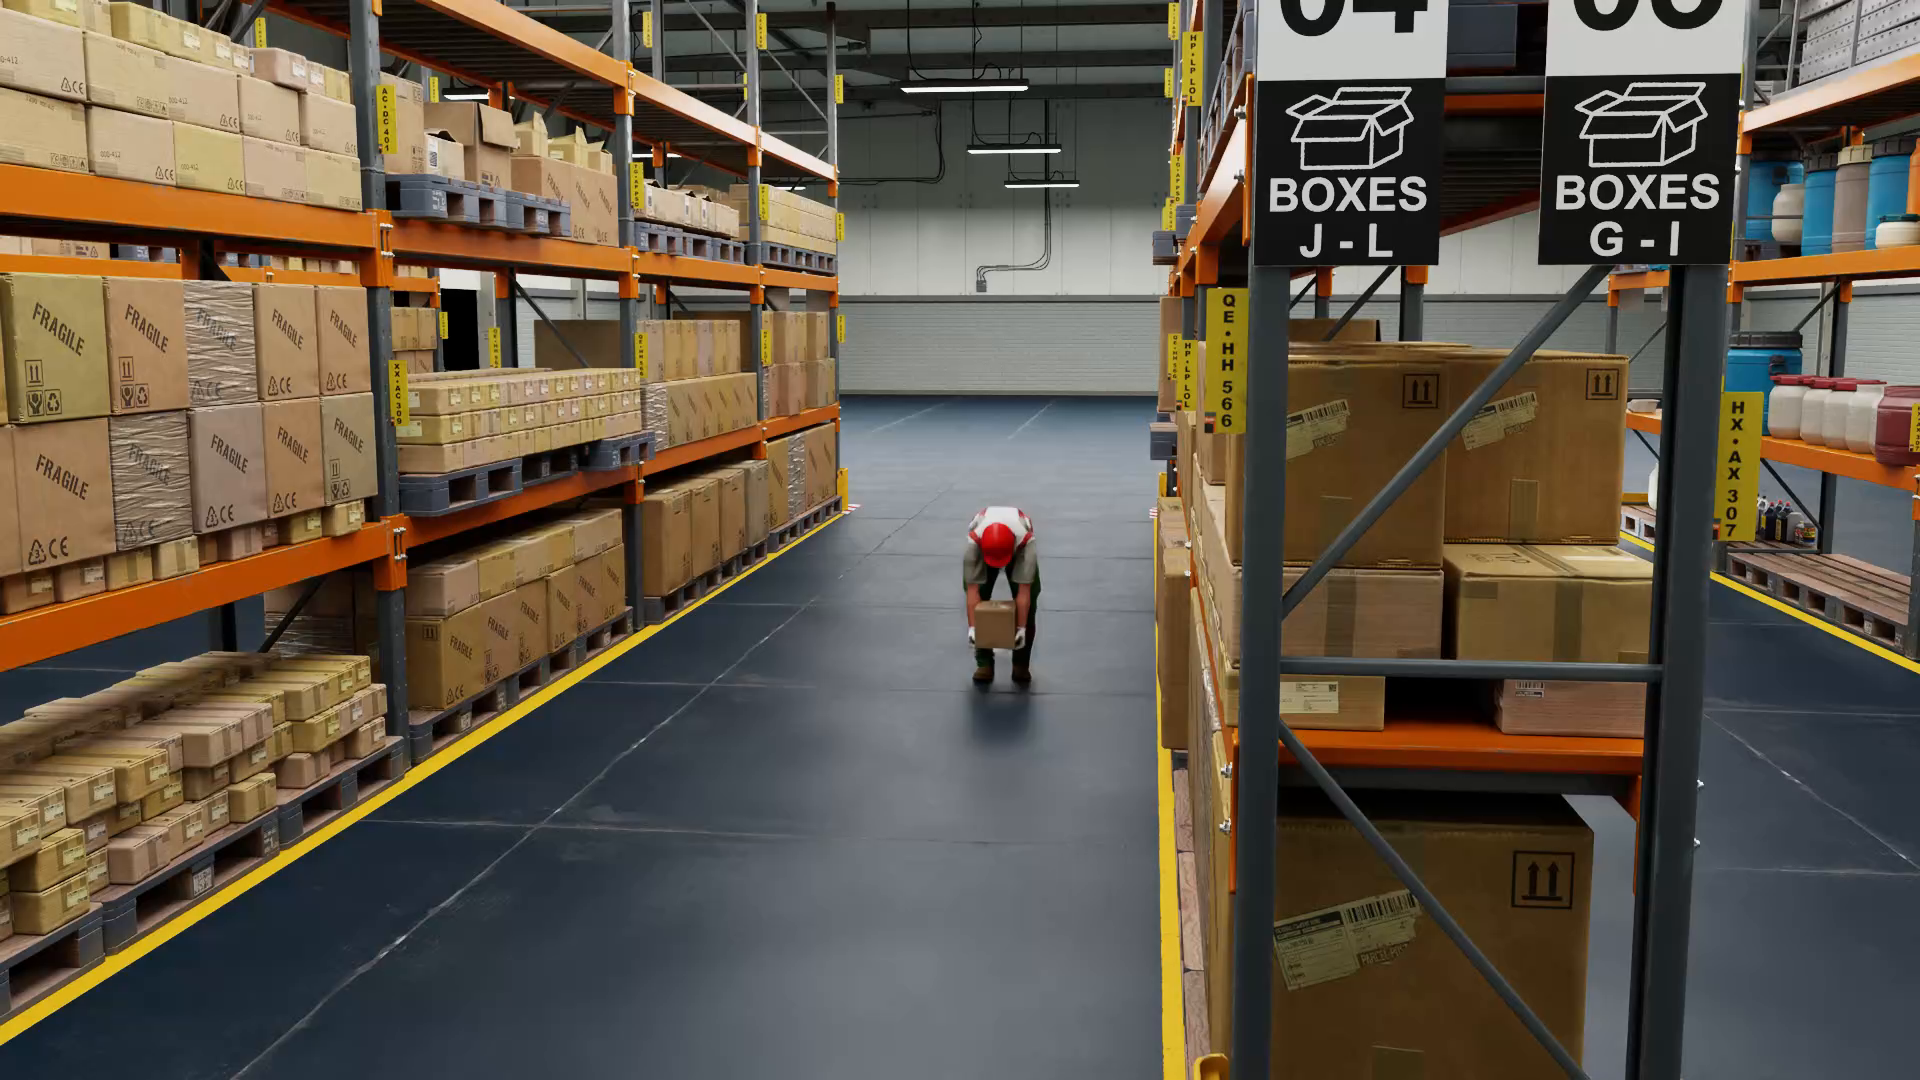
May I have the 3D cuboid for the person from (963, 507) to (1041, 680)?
[{"bbox_3d":[0.258,0.367,10.503,0.498,1.106,0.965,1,8,4],"label":"person"}]
